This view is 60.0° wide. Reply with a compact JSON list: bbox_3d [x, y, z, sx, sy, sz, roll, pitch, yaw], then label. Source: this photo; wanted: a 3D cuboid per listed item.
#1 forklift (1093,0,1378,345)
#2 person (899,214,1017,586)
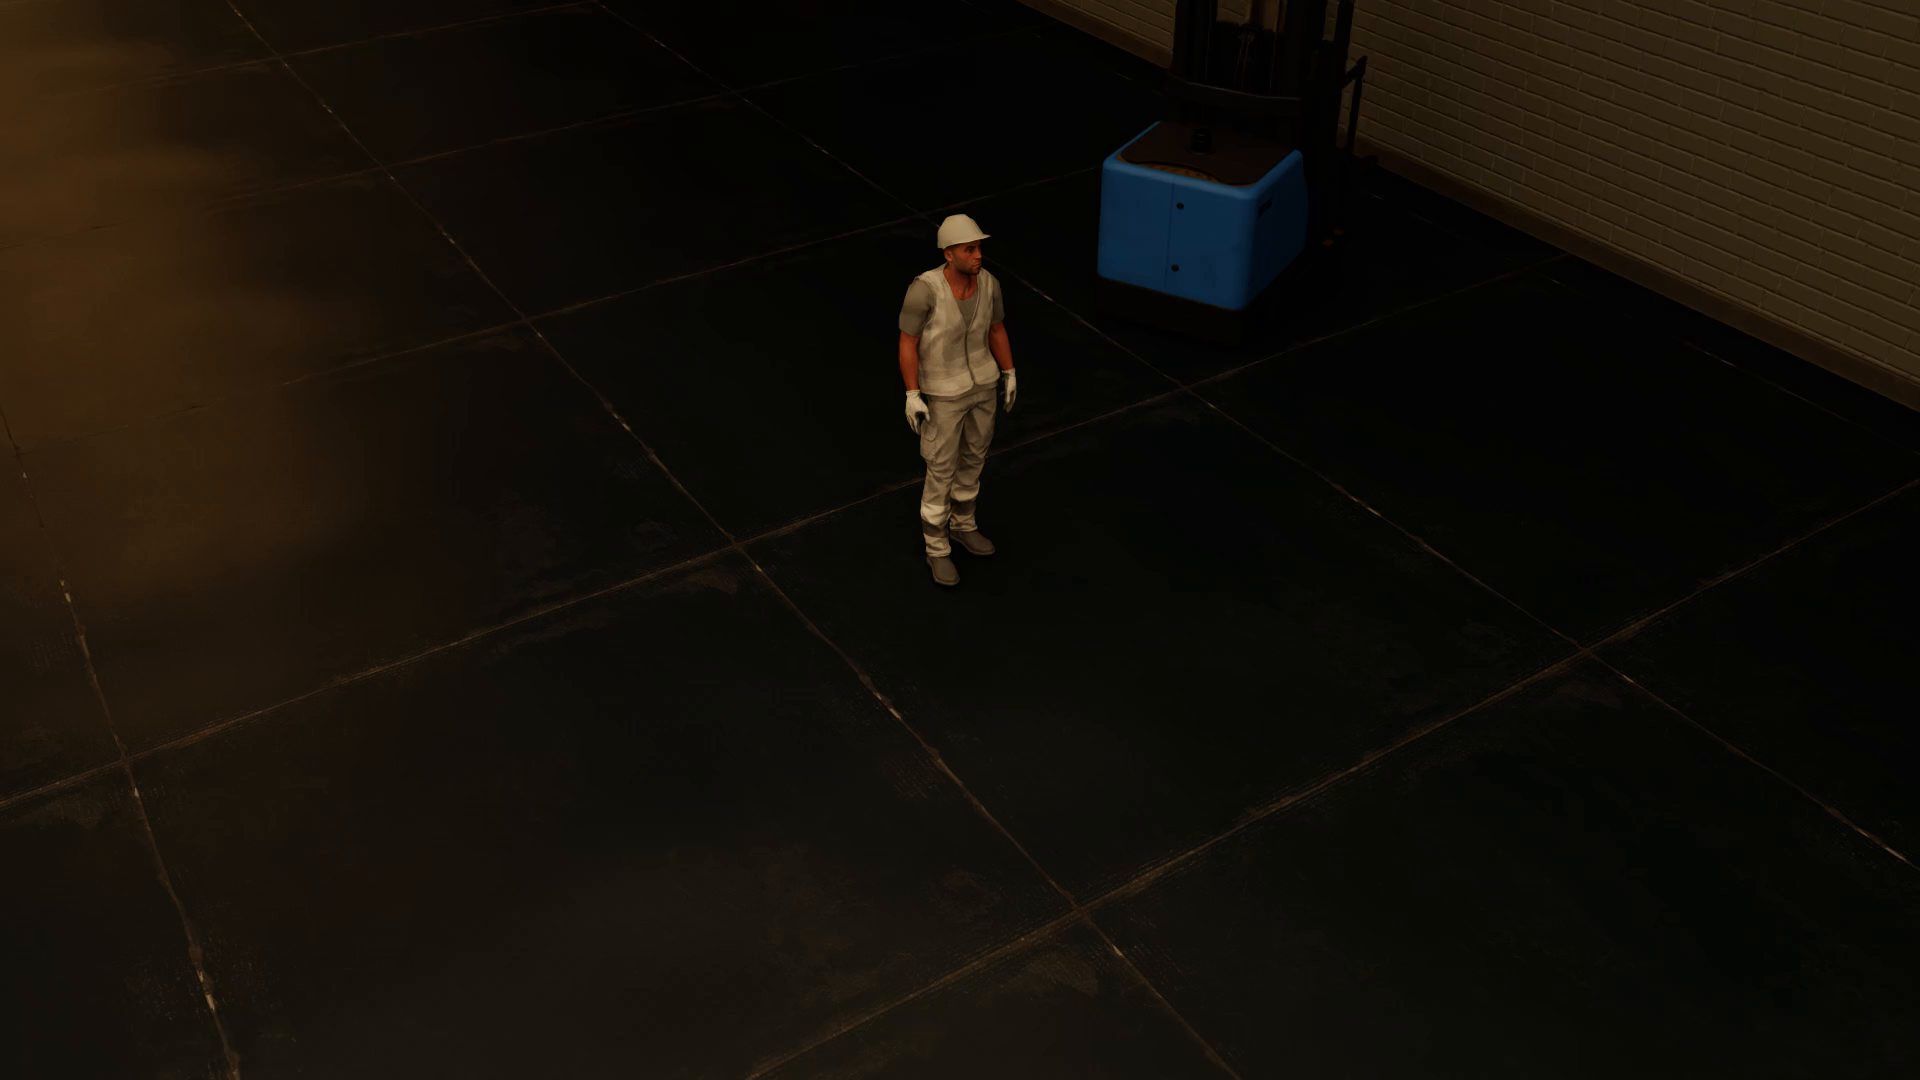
[{"bbox_3d":[2.046,-3.221,10.732,1.130,2.935,3.031,19,39,25],"label":"forklift"},{"bbox_3d":[0.034,-0.696,8.119,0.638,1.787,0.564,-21,40,-27],"label":"person"}]
